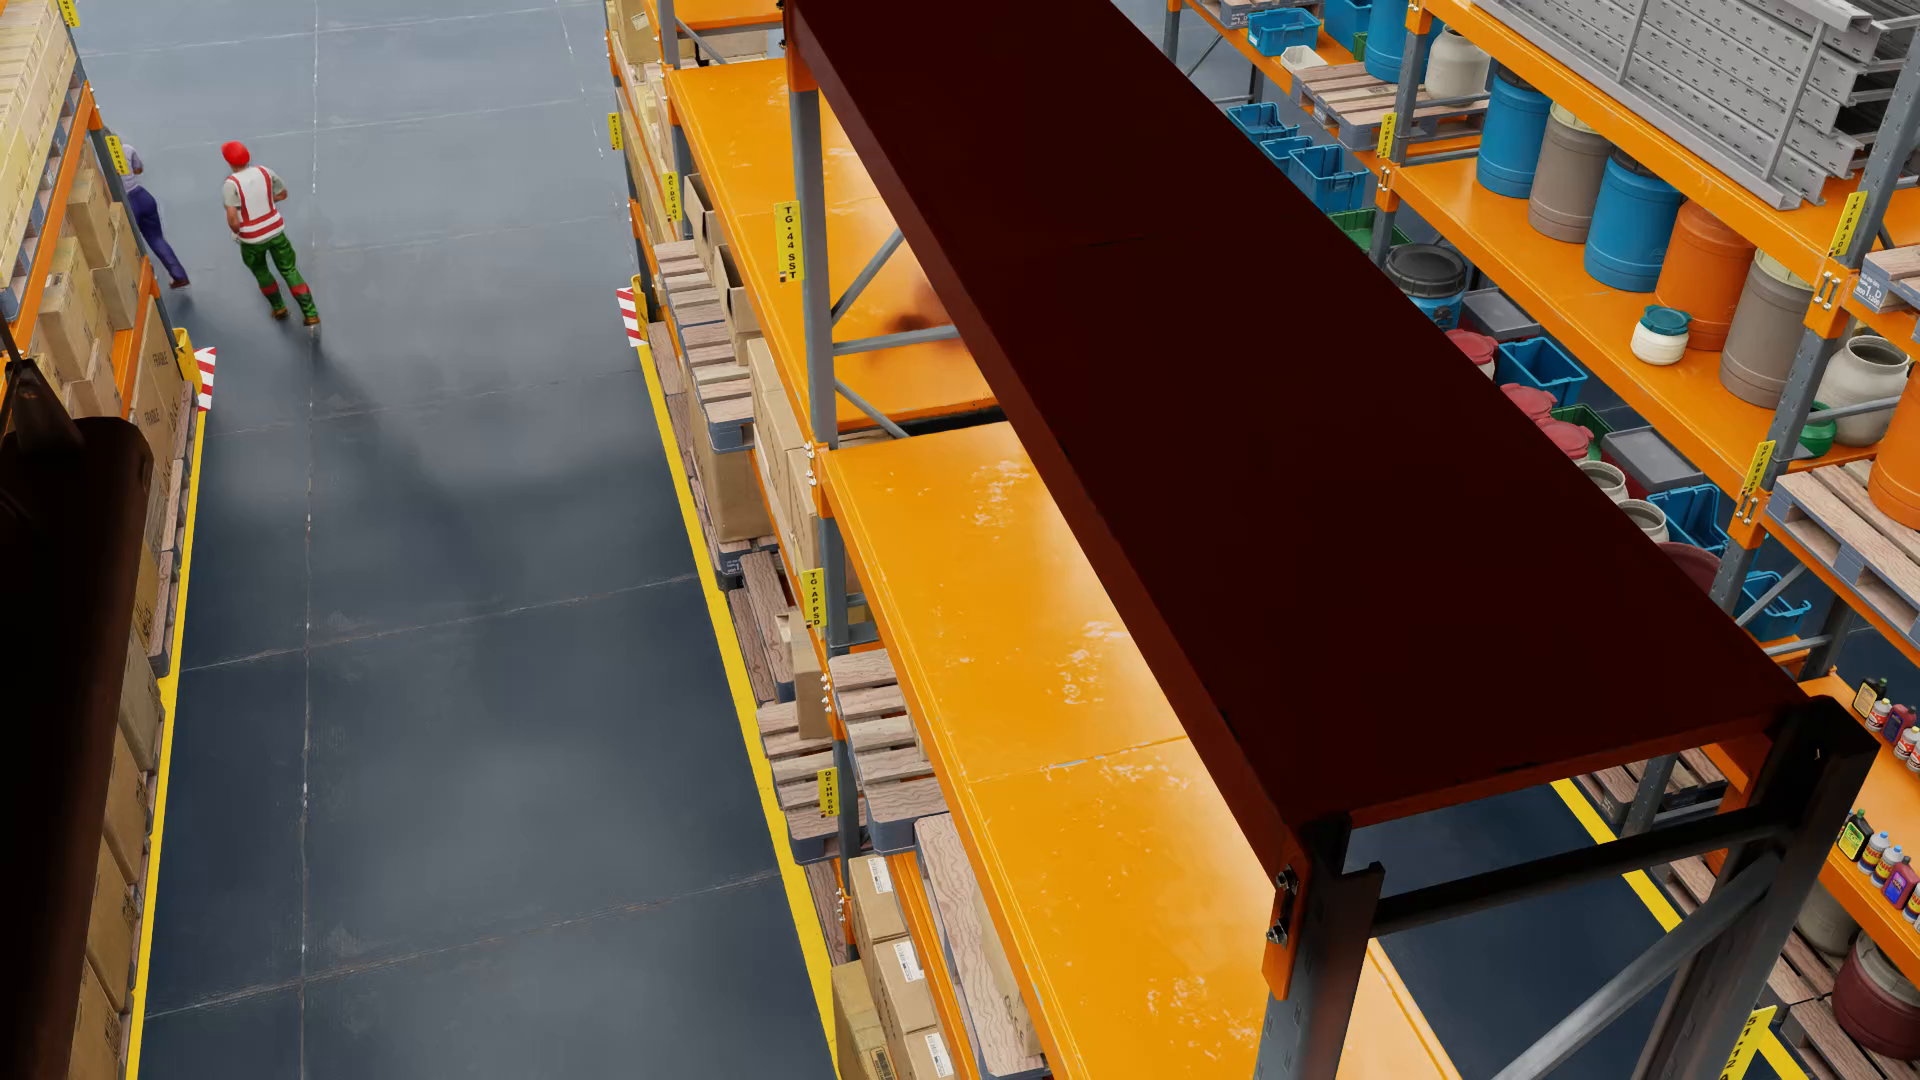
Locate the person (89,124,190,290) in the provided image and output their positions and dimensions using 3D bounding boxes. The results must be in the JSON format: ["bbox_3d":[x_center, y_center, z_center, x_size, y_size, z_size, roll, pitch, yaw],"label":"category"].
[{"bbox_3d":[-7.627,-3.026,15.343,0.819,1.676,0.627,16,41,19],"label":"person"}]

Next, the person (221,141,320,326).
[{"bbox_3d":[-6.153,-2.663,14.763,0.641,1.854,0.811,-32,48,-33],"label":"person"}]
